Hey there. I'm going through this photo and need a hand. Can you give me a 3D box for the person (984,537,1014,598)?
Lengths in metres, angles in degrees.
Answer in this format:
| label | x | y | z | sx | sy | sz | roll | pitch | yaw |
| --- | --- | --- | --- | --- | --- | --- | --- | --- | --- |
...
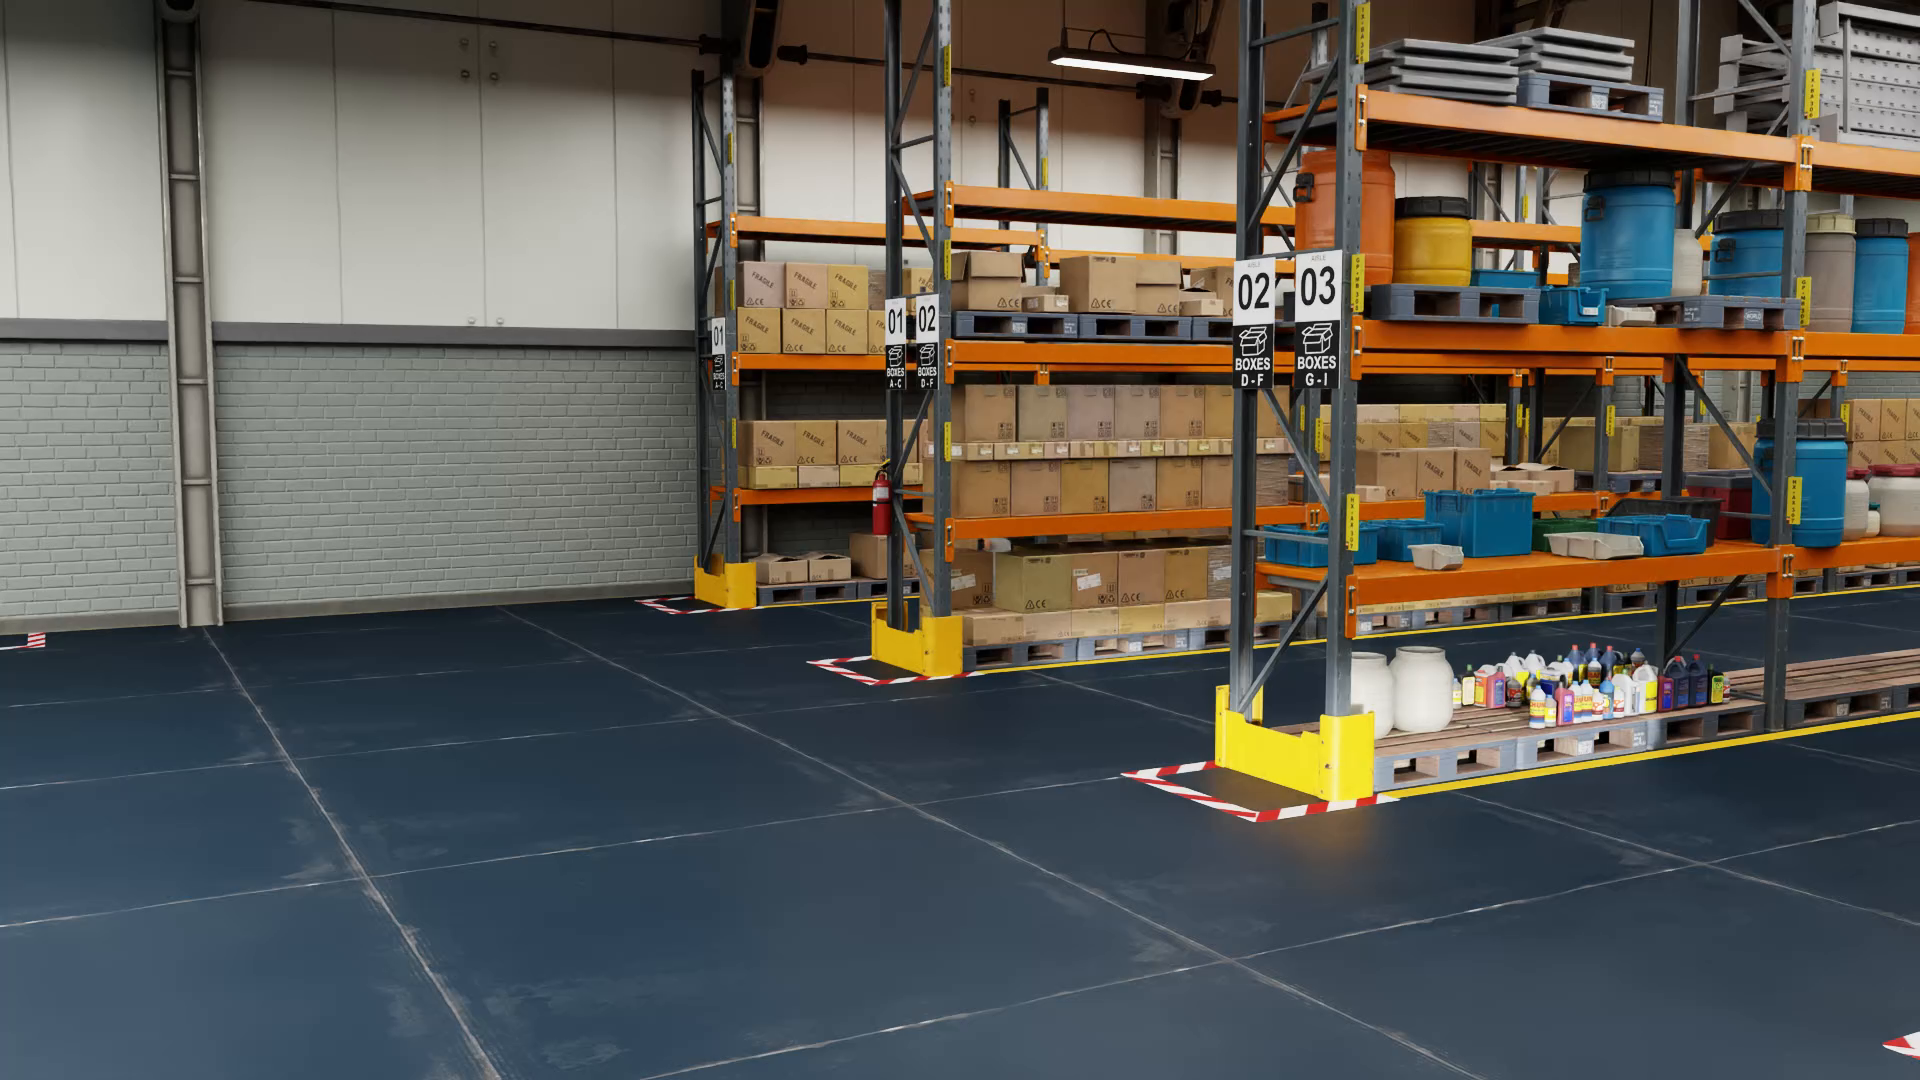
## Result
| label | x | y | z | sx | sy | sz | roll | pitch | yaw |
| --- | --- | --- | --- | --- | --- | --- | --- | --- | --- |
| person | 0.527 | -0.029 | 17.821 | 0.918 | 1.631 | 0.505 | 3 | 6 | 28 |
